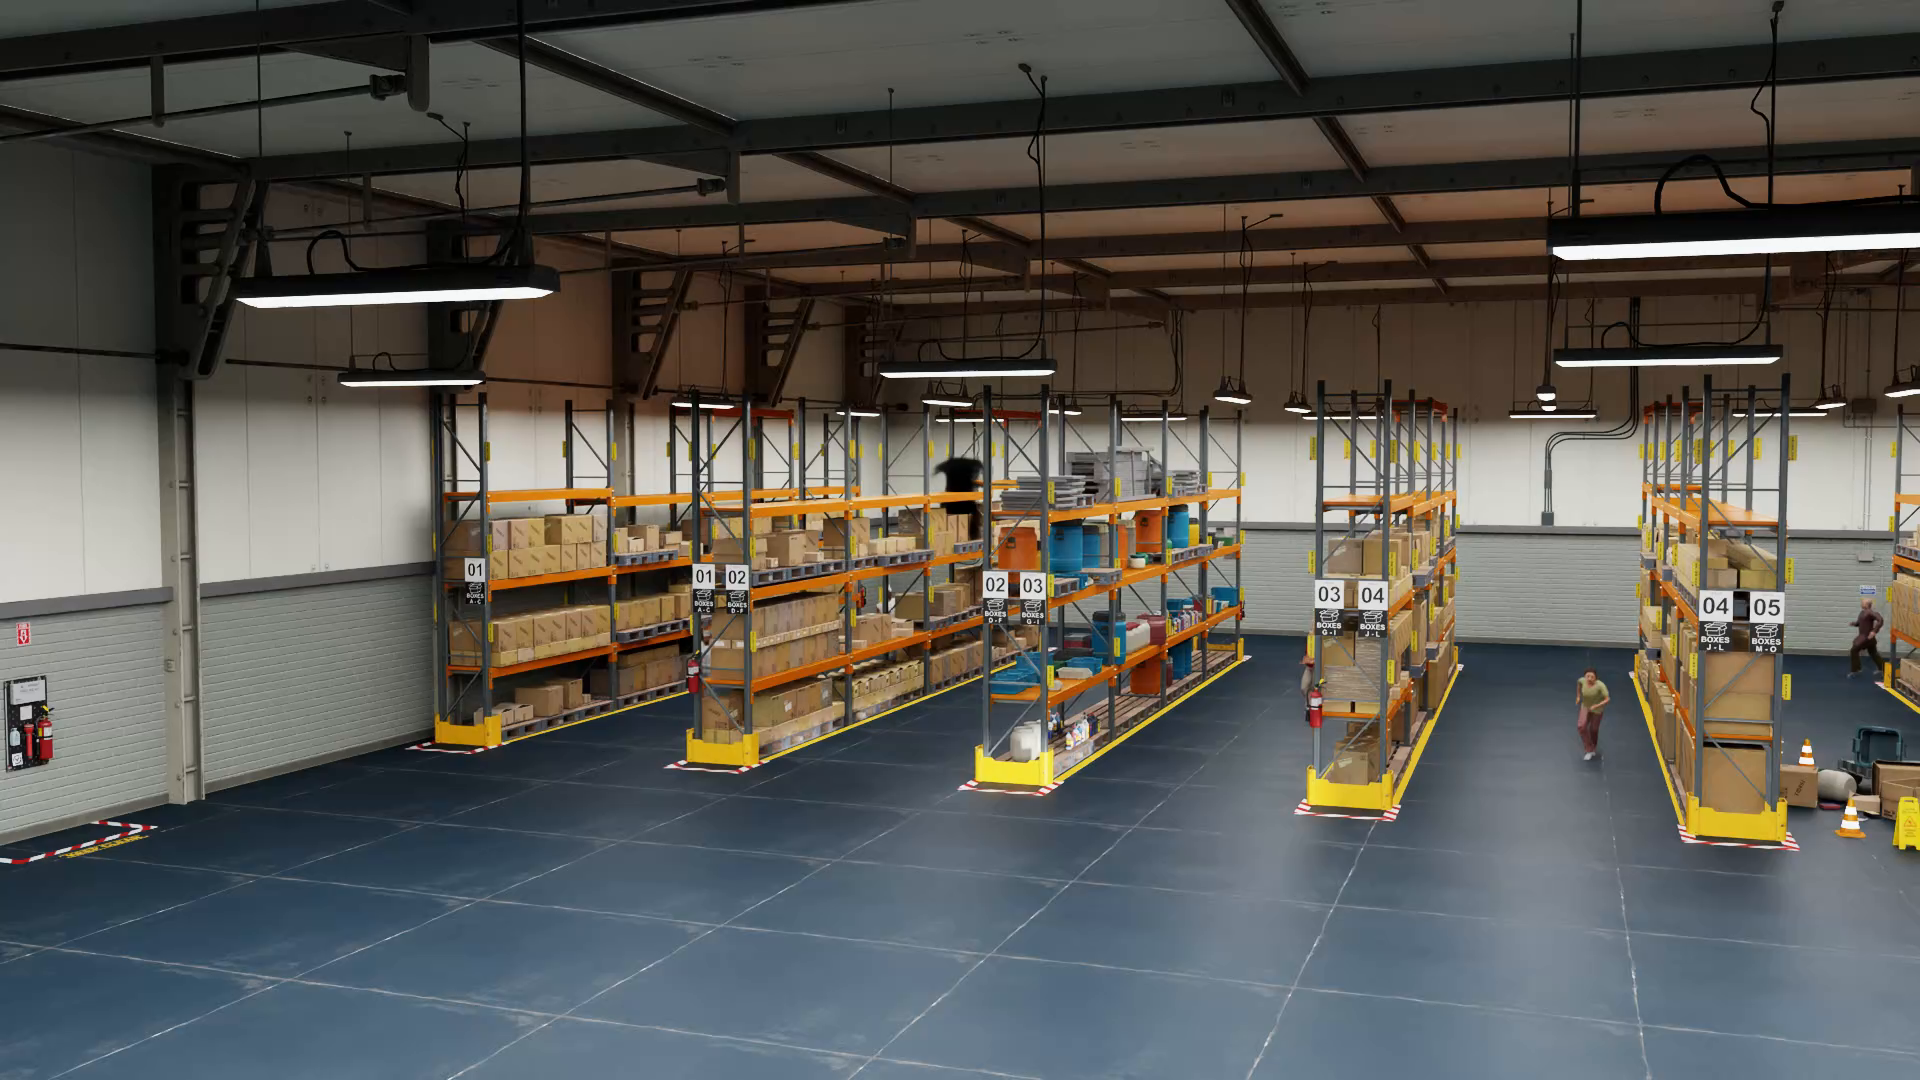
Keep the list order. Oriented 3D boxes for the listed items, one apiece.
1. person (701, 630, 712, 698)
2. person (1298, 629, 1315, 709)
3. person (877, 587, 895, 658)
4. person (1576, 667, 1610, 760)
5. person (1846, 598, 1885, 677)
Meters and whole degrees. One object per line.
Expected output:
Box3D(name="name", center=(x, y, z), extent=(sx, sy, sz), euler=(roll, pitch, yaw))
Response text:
Box3D(name="person", center=(-4.820, 2.509, 31.743), extent=(0.567, 1.644, 0.569), euler=(0, 3, 2))
Box3D(name="person", center=(6.775, 2.513, 31.746), extent=(0.691, 1.671, 0.782), euler=(-2, 4, -39))
Box3D(name="person", center=(-1.753, 1.994, 40.148), extent=(0.706, 1.741, 0.641), euler=(1, 3, 17))
Box3D(name="person", center=(10.349, 2.783, 27.153), extent=(0.584, 1.512, 1.013), euler=(2, 4, 32))
Box3D(name="person", center=(20.007, 2.186, 36.601), extent=(0.865, 1.814, 0.728), euler=(2, 3, 29))
